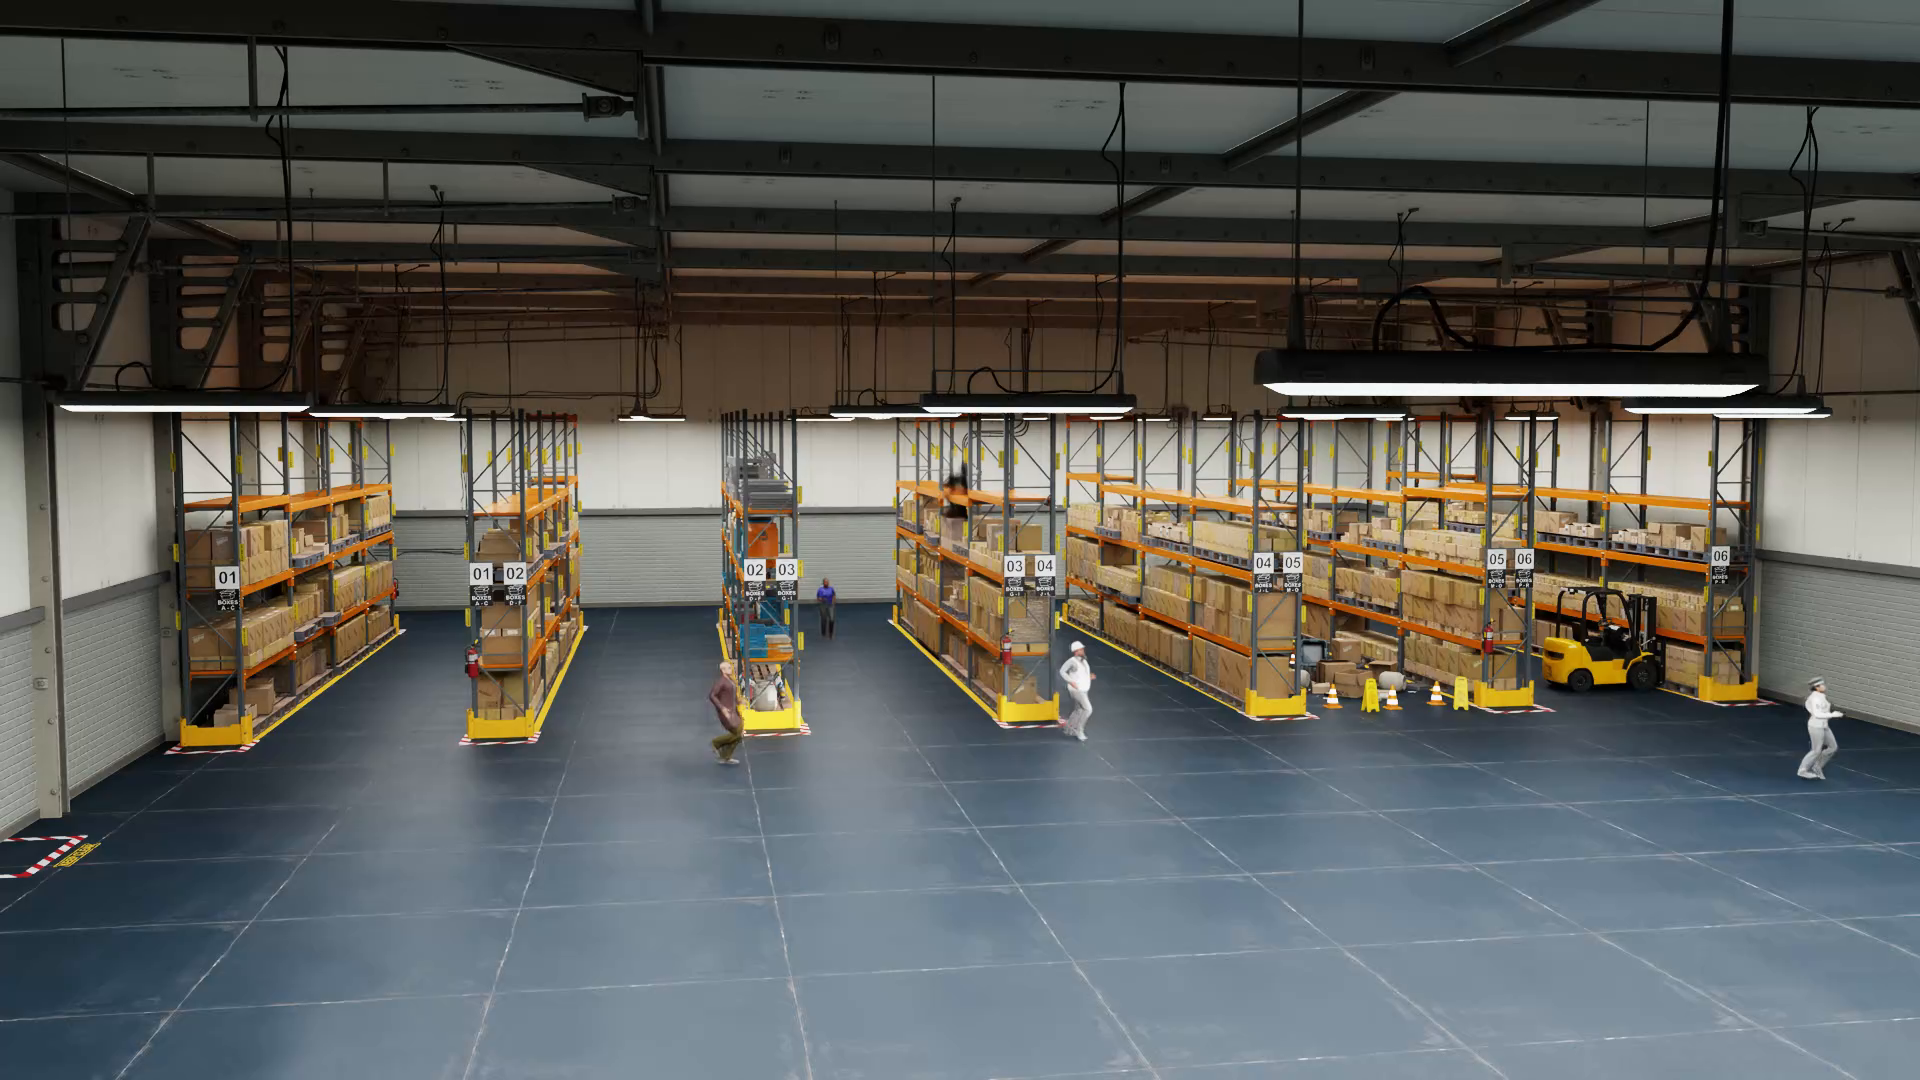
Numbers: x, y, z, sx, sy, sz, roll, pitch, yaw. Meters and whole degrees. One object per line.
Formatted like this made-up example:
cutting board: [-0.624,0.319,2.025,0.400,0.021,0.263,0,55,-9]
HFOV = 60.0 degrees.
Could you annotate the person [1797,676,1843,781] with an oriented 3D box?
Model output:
person: [13.800,3.026,26.644,0.638,1.712,0.594,3,5,36]

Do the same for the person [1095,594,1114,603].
person: [4.371,1.371,49.950,0.775,1.820,0.691,0,4,-6]

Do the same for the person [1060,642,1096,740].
person: [2.172,2.752,30.247,0.658,1.808,0.631,2,5,29]

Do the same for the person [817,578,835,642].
person: [-3.520,1.850,43.893,0.554,1.712,0.746,-1,4,-16]

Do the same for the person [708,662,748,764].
person: [-3.898,2.910,27.935,0.635,1.730,0.708,1,4,9]
